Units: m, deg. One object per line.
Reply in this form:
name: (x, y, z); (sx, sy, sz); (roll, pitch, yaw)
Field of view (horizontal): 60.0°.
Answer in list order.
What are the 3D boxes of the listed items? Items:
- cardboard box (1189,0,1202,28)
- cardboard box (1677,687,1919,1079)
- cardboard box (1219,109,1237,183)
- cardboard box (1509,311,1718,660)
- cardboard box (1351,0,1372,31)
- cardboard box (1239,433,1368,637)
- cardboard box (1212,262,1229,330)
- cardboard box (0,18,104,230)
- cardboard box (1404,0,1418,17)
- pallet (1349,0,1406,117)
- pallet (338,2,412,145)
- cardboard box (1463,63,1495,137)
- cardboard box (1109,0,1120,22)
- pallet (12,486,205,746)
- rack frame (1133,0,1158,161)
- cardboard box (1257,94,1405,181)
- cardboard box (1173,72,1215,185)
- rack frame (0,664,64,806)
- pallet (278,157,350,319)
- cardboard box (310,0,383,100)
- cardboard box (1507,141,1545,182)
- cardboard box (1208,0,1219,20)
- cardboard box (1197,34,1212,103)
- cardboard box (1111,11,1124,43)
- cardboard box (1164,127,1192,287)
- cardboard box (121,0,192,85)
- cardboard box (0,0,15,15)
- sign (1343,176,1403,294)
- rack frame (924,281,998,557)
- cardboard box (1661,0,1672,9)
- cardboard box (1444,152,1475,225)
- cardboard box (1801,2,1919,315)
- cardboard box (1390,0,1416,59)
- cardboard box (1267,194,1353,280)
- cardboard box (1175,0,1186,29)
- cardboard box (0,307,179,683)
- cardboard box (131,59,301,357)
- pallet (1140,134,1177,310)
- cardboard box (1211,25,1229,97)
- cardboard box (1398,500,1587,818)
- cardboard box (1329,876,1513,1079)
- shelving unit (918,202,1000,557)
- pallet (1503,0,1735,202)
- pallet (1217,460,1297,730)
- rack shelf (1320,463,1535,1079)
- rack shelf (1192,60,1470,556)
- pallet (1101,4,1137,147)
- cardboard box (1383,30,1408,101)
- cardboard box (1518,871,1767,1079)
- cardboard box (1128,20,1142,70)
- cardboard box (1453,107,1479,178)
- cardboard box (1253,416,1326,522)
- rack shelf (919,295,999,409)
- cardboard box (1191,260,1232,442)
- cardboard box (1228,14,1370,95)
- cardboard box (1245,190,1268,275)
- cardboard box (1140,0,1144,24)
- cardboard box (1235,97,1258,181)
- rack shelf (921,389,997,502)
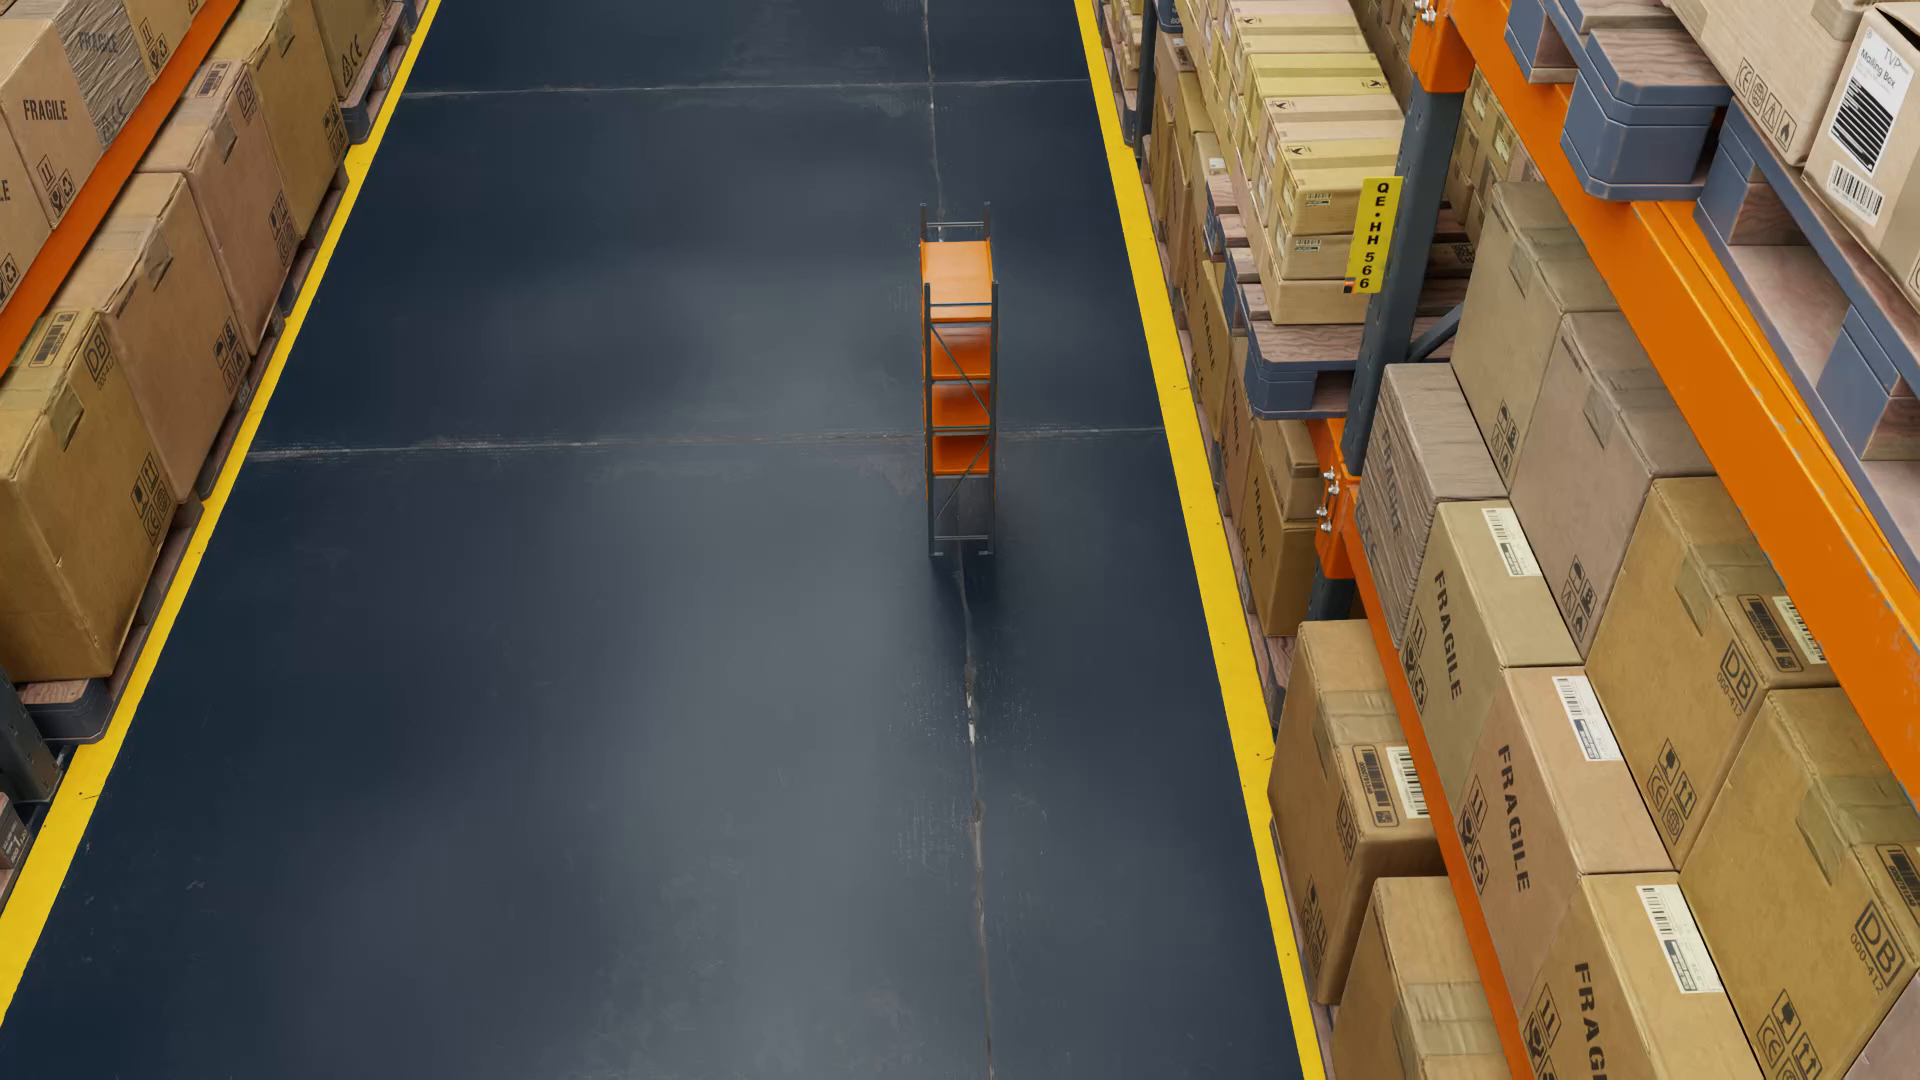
cardboard box: (1.001, -1.898, 5.756); (0.380, 0.149, 0.250); (-2, 43, -3)
cardboard box: (1.623, 0.570, 2.594); (0.700, 0.500, 0.500); (-2, 43, -2)
cardboard box: (1.038, -1.252, 5.271); (0.380, 0.149, 0.250); (-2, 43, -2)
cardboard box: (1.577, -0.121, 3.348); (0.700, 0.500, 0.500); (-2, 43, -2)
cardboard box: (1.649, -1.981, 6.067); (0.380, 0.149, 0.250); (0, 43, 0)
cardboard box: (1.256, -0.031, 5.603); (0.500, 0.500, 0.500); (-2, 43, -2)
cardboard box: (1.216, -1.009, 6.115); (0.500, 0.250, 0.500); (-1, 43, -1)
cardboard box: (-3.213, -1.353, 5.432); (0.500, 0.500, 0.500); (-2, 43, -3)
cardboard box: (1.662, -1.847, 5.480); (0.380, 0.149, 0.250); (0, 43, 0)
pallet: (1.420, -1.625, 5.945); (1.003, 0.211, 1.213); (-2, 43, -2)
pallet: (-3.538, -2.474, 8.793); (1.003, 0.211, 1.213); (-2, 43, -2)
cardboard box: (1.699, -1.307, 4.890); (0.380, 0.149, 0.250); (-2, 43, -2)
cardboard box: (0.992, -2.841, 8.708); (0.380, 0.149, 0.250); (-3, 43, -3)
pallet: (-3.373, 0.207, 5.868); (1.003, 0.211, 1.213); (-2, 43, -2)
rack frame: (1.375, -3.061, 7.369); (1.000, 3.000, 0.127); (-2, 43, -2)
cardboard box: (1.058, -1.129, 4.697); (0.380, 0.149, 0.250); (-2, 43, -2)
cardboard box: (1.168, -1.705, 6.874); (0.500, 0.250, 0.500); (-1, 43, -1)
rack frame: (-3.414, -0.286, 4.343); (1.000, 3.000, 0.127); (-2, 43, -2)
pallet: (-3.476, -1.440, 7.665); (1.003, 0.211, 1.213); (-2, 43, -2)
cardboard box: (-3.532, -2.806, 8.353); (0.875, 0.875, 0.875); (-2, 43, -2)
cardboard box: (1.719, -0.963, 4.515); (0.380, 0.149, 0.250); (-2, 43, -2)
cardboard box: (1.014, -1.833, 5.464); (0.380, 0.149, 0.250); (0, 43, 0)
cardboard box: (1.016, -1.609, 5.660); (0.380, 0.149, 0.250); (0, 43, 0)
cardboard box: (1.015, -2.774, 8.856); (0.380, 0.149, 0.250); (-3, 43, -3)
cardboard box: (1.166, -1.431, 7.130); (0.500, 0.500, 0.500); (0, 43, 0)
cardboard box: (-3.248, -2.029, 6.170); (0.500, 0.500, 0.500); (-2, 43, -2)
cardboard box: (-3.489, -2.080, 5.483); (0.797, 0.503, 0.637); (0, 43, 0)
sign: (1.004, -0.736, 4.035); (0.100, 0.325, 0.005); (-2, 43, -2)
rack frame: (0.003, -0.389, 5.787); (0.240, 1.200, 0.015); (-2, 43, -2)
cardboard box: (1.356, -1.130, 2.724); (0.500, 0.311, 0.500); (-2, 43, -2)
cardboard box: (1.705, -1.094, 5.099); (0.380, 0.149, 0.250); (0, 43, 0)
cardboard box: (1.399, -0.445, 1.977); (0.500, 0.311, 0.500); (-2, 43, -3)
cardboard box: (1.669, -1.734, 5.577); (0.380, 0.149, 0.250); (-2, 43, -2)
cardboard box: (1.069, -0.853, 4.616); (0.380, 0.149, 0.250); (-1, 43, -1)
cardboard box: (0.993, -1.963, 6.046); (0.380, 0.149, 0.250); (-2, 43, -3)
cardboard box: (-3.423, -0.124, 5.428); (1.225, 0.875, 0.875); (-3, 43, -4)
cardboard box: (-3.498, -1.324, 6.736); (1.225, 0.875, 0.875); (-3, 43, -3)
pallet: (1.410, -1.507, 7.738); (1.003, 0.211, 1.213); (-2, 43, -2)
cardboard box: (1.024, -1.548, 5.373); (0.380, 0.149, 0.250); (-2, 43, -2)
cardboard box: (1.319, 0.257, 3.676); (0.500, 0.500, 0.500); (-2, 43, -2)
cardboard box: (1.522, 1.318, 3.947); (1.050, 0.750, 0.750); (-1, 43, -1)
shelving unit: (-0.007, -0.554, 5.966); (0.258, 1.200, 0.503); (-2, 43, -2)
pallet: (1.626, -0.964, 3.001); (1.213, 0.211, 1.003); (0, 43, 0)
pallet: (1.514, 0.140, 5.941); (1.003, 0.211, 1.213); (-2, 43, -2)
rack shelf: (1.630, 1.255, 3.193); (1.077, 0.370, 4.000); (-2, 43, -2)
rack shelf: (1.460, -1.446, 6.140); (1.077, 0.370, 4.000); (-2, 43, -2)
pallet: (1.312, -2.485, 8.805); (1.003, 0.211, 1.213); (-2, 43, -2)
cardboard box: (1.670, -1.626, 5.679); (0.380, 0.149, 0.250); (-1, 43, -1)
cardboard box: (1.359, 0.933, 2.938); (0.500, 0.500, 0.500); (-2, 43, -2)
cardboard box: (1.044, -2.478, 8.312); (0.380, 0.149, 0.250); (-1, 43, -1)
cardboard box: (1.697, -1.228, 5.024); (0.380, 0.149, 0.250); (-3, 43, -3)
cardboard box: (1.254, -0.325, 5.368); (0.500, 0.250, 0.500); (-3, 43, -3)
rack shelf: (-0.007, -0.669, 5.861); (0.258, 0.148, 0.480); (-2, 43, -2)
cardboard box: (1.199, -0.738, 6.374); (0.500, 0.500, 0.500); (-3, 43, -4)
cardboard box: (1.032, -1.486, 5.087); (0.380, 0.149, 0.250); (0, 43, -1)
cardboard box: (1.056, -0.910, 4.898); (0.380, 0.149, 0.250); (-2, 43, -2)
cardboard box: (1.100, -2.617, 8.244); (0.380, 0.149, 0.250); (-1, 43, -1)
cardboard box: (1.043, -1.211, 5.006); (0.380, 0.149, 0.250); (-1, 43, -1)
rack shelf: (-0.007, -0.358, 6.146); (0.258, 0.148, 0.480); (-2, 43, -2)
